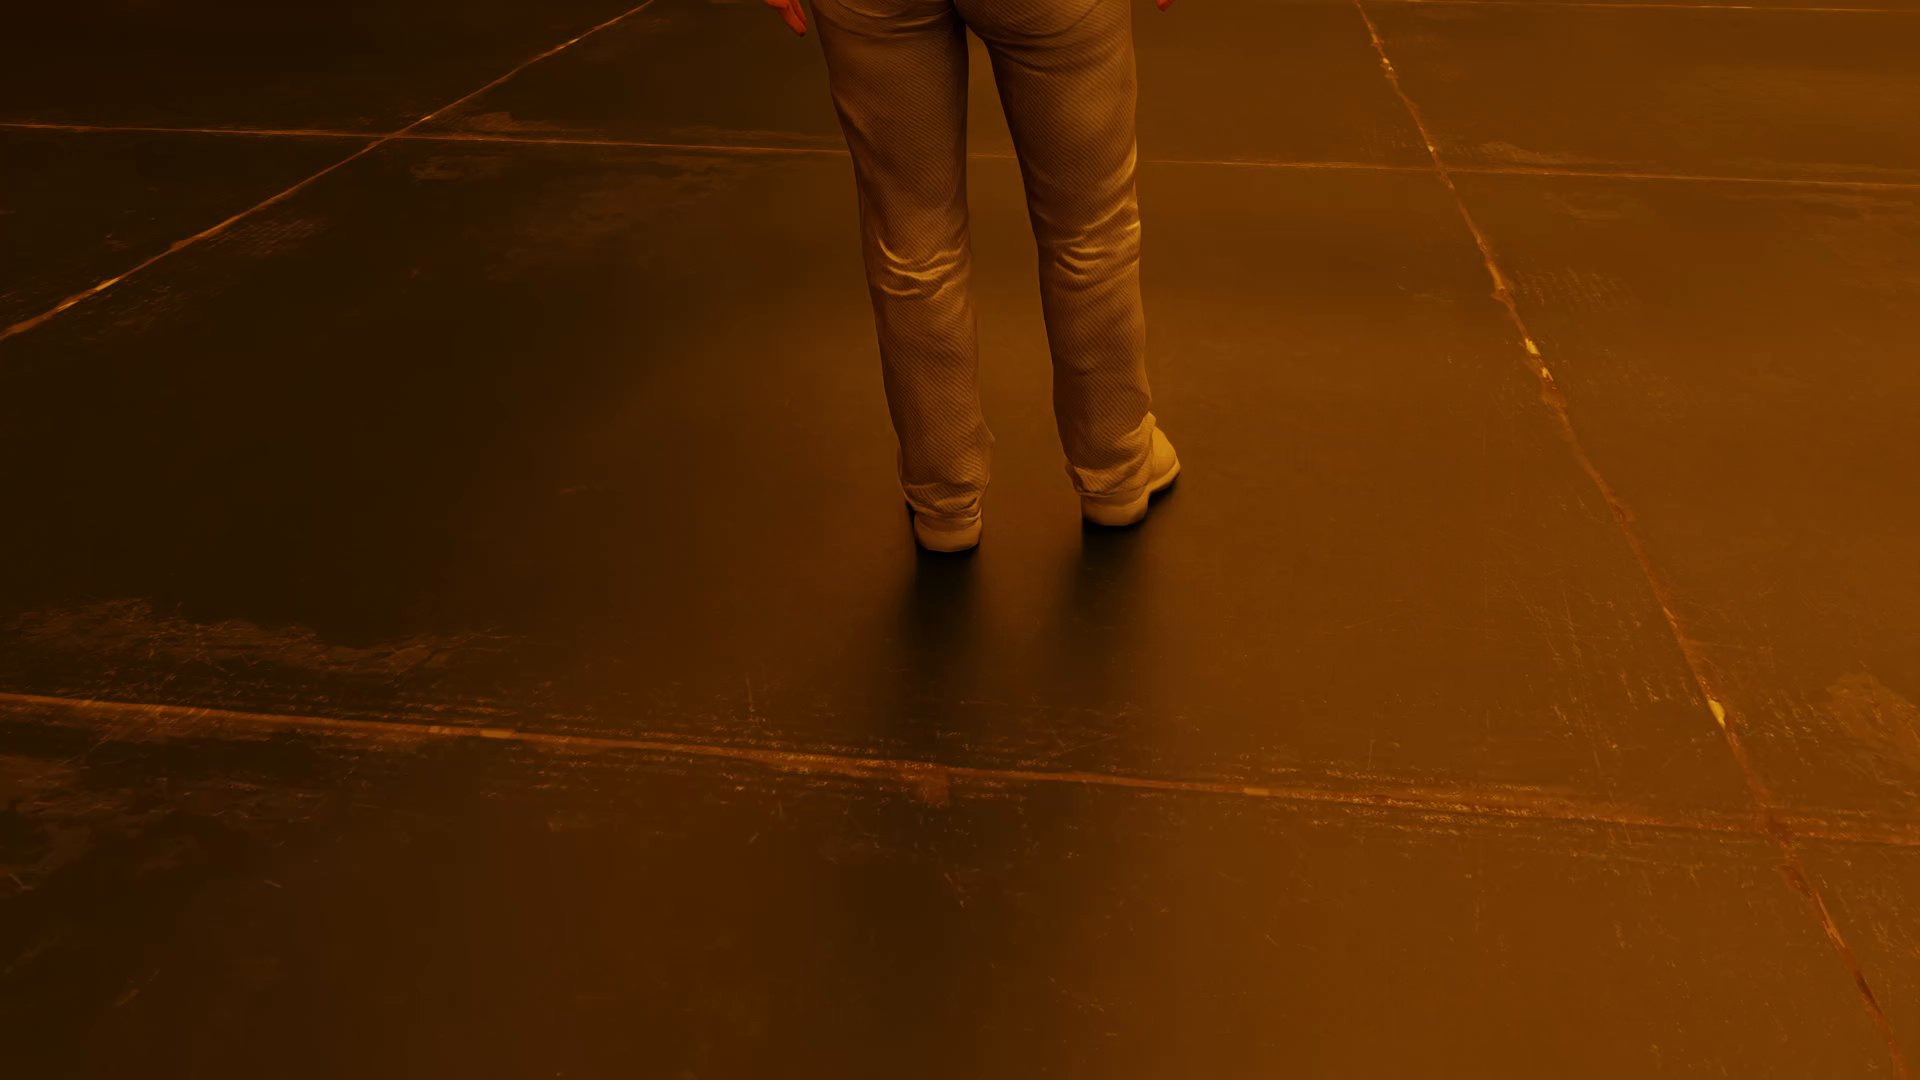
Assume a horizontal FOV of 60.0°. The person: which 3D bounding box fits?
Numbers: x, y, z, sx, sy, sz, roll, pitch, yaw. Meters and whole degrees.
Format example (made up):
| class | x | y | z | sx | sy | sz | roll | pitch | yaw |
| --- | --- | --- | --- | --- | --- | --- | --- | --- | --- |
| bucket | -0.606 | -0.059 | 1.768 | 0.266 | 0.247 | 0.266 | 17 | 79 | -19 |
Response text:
| class | x | y | z | sx | sy | sz | roll | pitch | yaw |
| --- | --- | --- | --- | --- | --- | --- | --- | --- | --- |
| person | 0.016 | -0.828 | 2.156 | 0.634 | 1.775 | 0.566 | 3 | 27 | 7 |
